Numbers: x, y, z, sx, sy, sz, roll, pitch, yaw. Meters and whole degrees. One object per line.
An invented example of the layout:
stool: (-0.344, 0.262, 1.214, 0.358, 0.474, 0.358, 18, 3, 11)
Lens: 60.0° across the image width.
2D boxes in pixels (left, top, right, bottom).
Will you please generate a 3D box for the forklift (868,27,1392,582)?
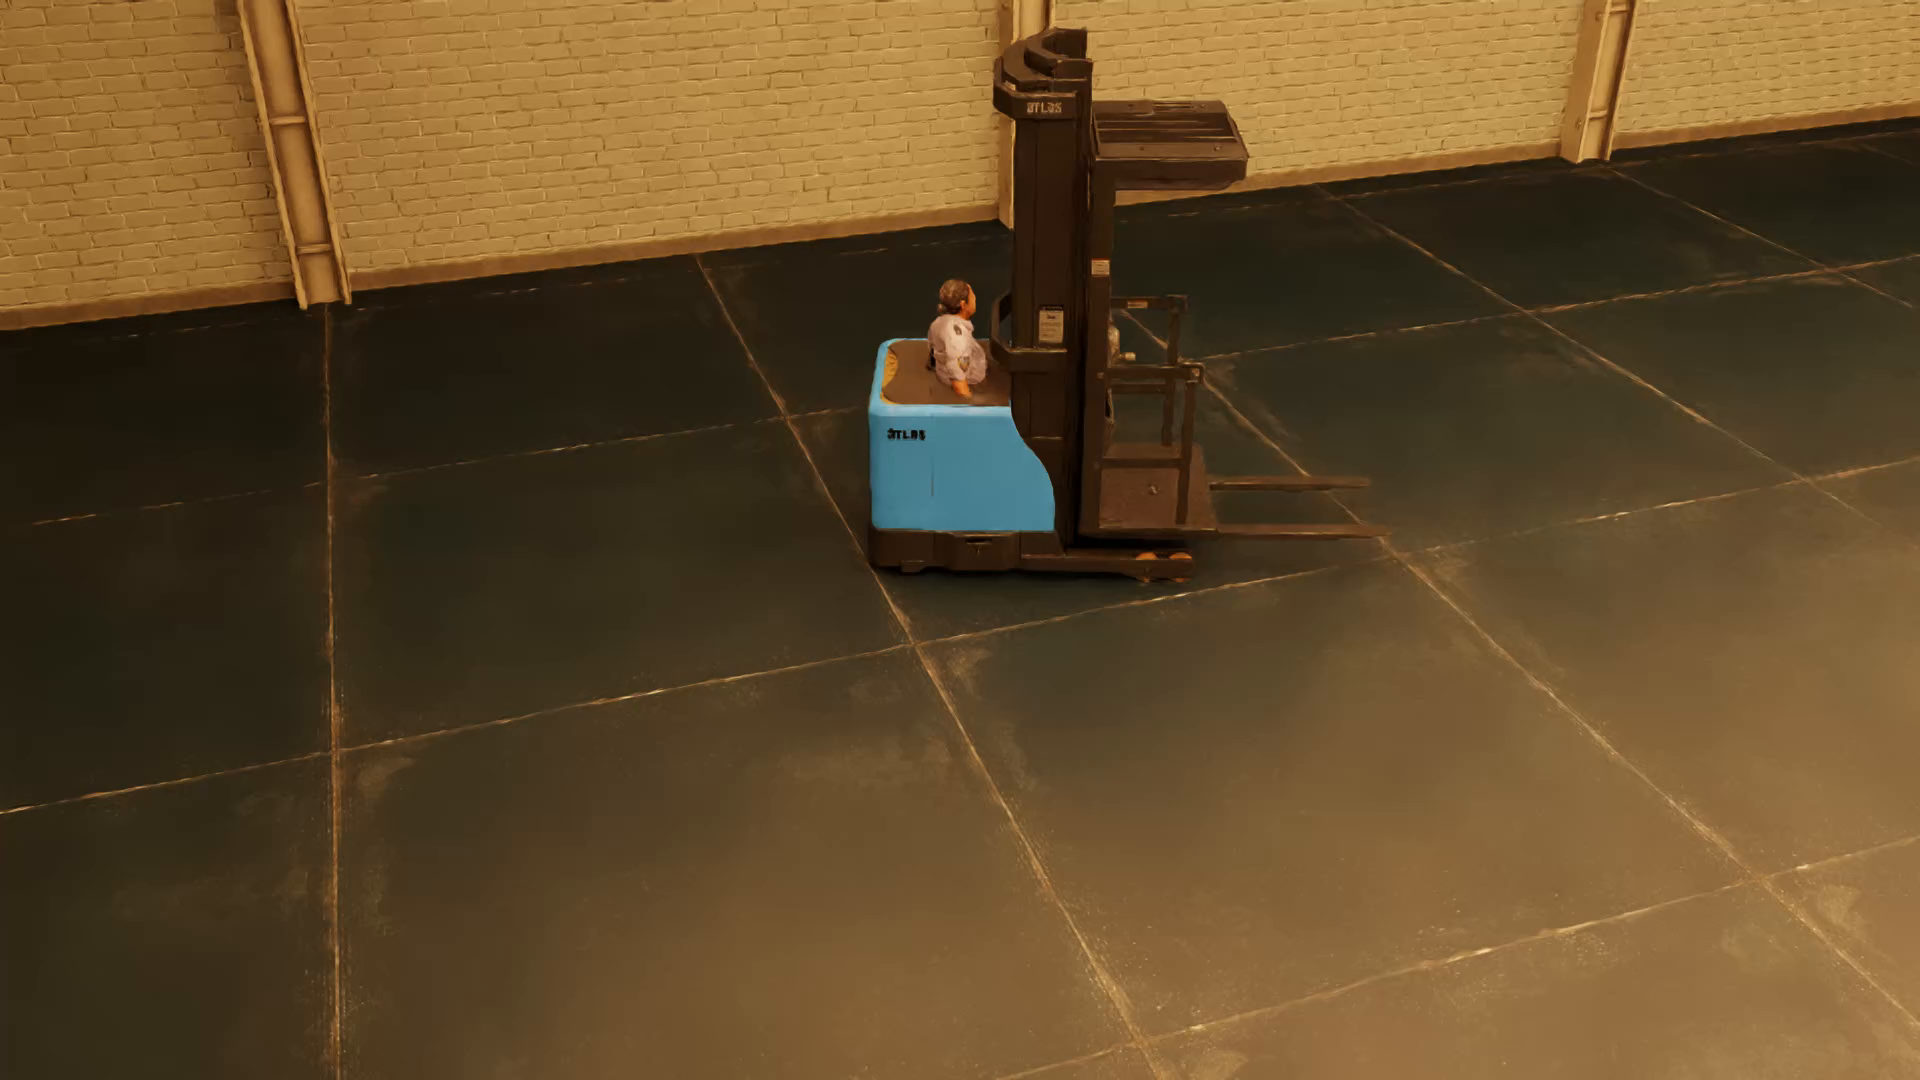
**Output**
forklift: (1.002, -1.298, 9.343, 3.031, 2.935, 1.130, 1, 30, 1)

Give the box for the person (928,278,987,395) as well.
person: (0.112, -0.723, 9.624, 0.538, 1.641, 0.601, -10, 31, -16)
